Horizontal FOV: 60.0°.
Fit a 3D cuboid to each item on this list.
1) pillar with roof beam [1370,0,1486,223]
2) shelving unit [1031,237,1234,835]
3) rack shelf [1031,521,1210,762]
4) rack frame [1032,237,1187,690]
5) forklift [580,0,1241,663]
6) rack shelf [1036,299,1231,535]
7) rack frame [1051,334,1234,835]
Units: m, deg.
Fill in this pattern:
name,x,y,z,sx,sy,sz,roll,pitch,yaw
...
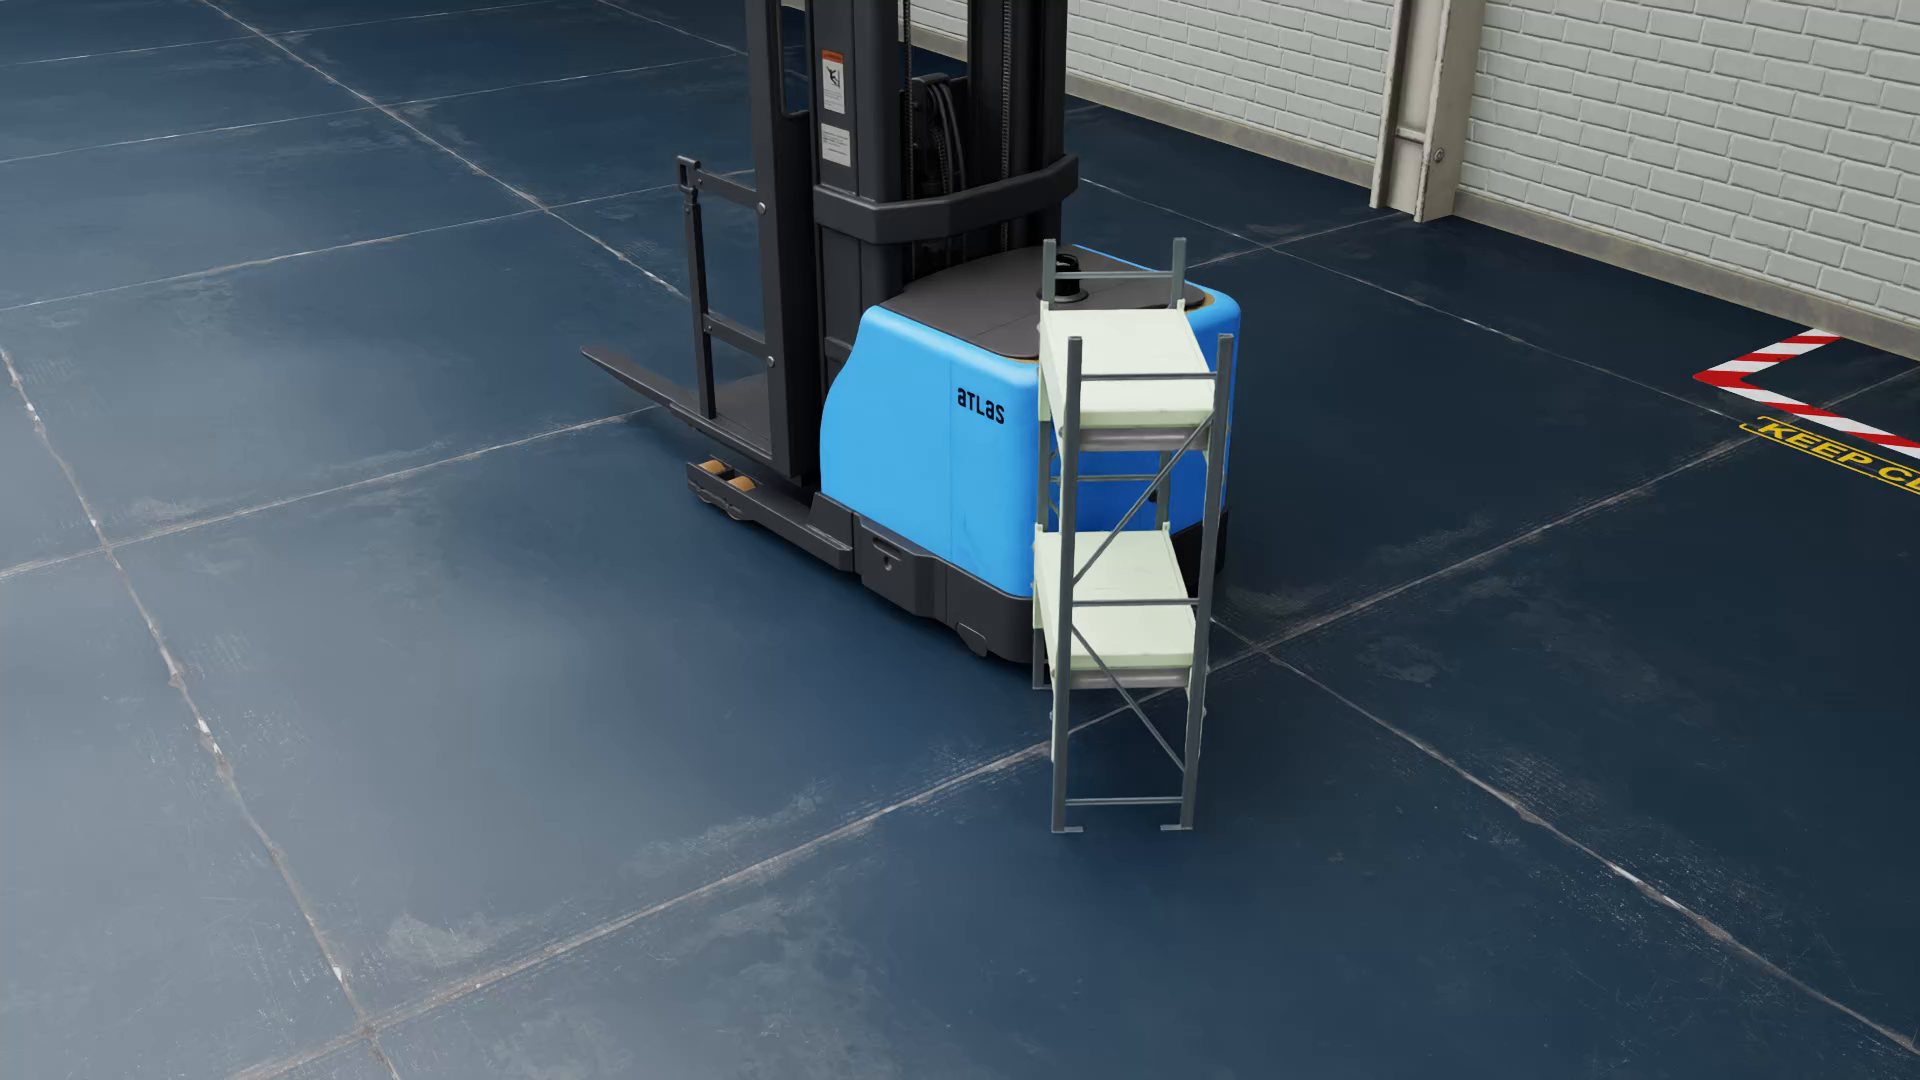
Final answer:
name,x,y,z,sx,sy,sz,roll,pitch,yaw
pillar with roof beam,-0.828,-4.720,5.513,9.100,9.000,0.400,-19,34,-31
shelving unit,0.447,-0.007,4.690,0.431,1.500,0.755,-1,29,-2
rack shelf,0.447,0.279,4.846,0.431,0.370,0.720,-1,29,-2
rack frame,0.434,-0.183,5.011,0.400,1.500,0.023,-1,29,-2
forklift,-0.417,-1.508,5.956,1.130,2.935,3.031,-23,36,-36
rack shelf,0.448,-0.350,4.503,0.431,0.370,0.720,-1,29,-2
rack frame,0.461,0.168,4.369,0.400,1.500,0.023,-1,29,-2
